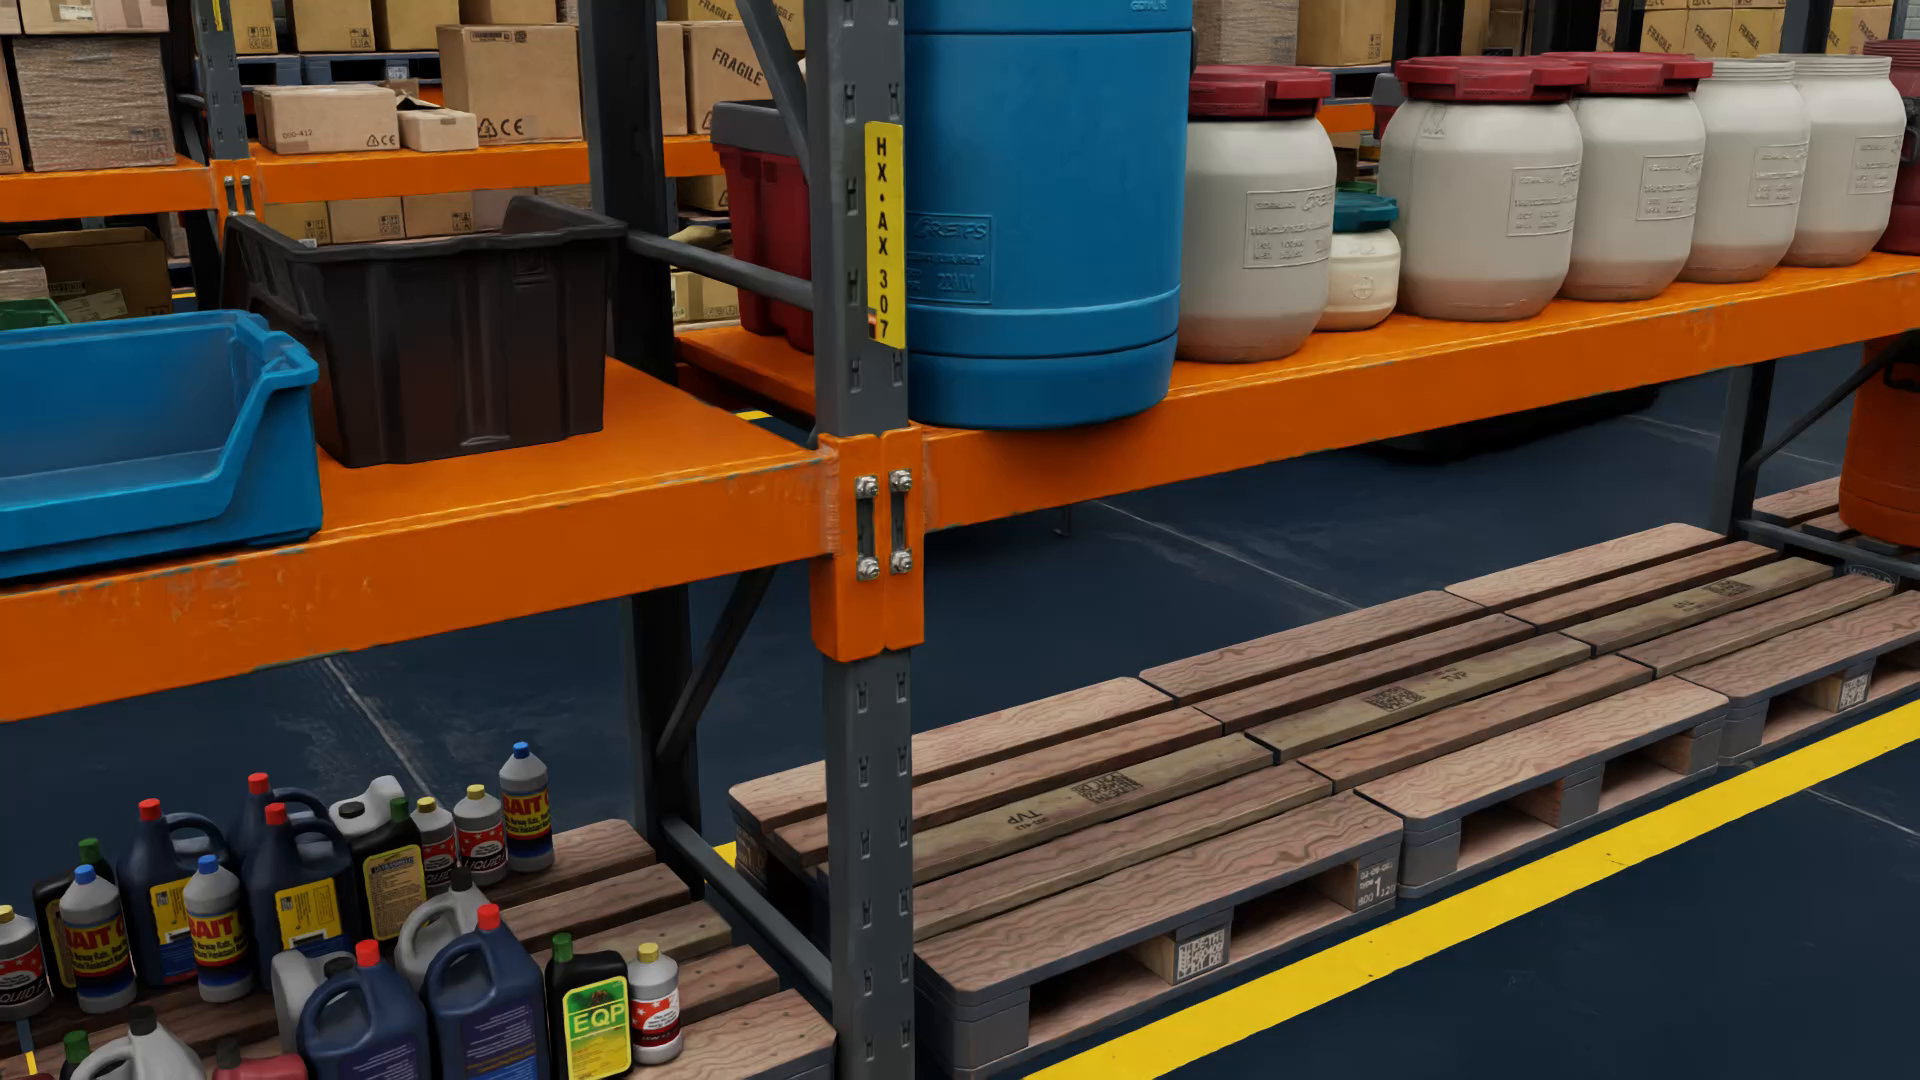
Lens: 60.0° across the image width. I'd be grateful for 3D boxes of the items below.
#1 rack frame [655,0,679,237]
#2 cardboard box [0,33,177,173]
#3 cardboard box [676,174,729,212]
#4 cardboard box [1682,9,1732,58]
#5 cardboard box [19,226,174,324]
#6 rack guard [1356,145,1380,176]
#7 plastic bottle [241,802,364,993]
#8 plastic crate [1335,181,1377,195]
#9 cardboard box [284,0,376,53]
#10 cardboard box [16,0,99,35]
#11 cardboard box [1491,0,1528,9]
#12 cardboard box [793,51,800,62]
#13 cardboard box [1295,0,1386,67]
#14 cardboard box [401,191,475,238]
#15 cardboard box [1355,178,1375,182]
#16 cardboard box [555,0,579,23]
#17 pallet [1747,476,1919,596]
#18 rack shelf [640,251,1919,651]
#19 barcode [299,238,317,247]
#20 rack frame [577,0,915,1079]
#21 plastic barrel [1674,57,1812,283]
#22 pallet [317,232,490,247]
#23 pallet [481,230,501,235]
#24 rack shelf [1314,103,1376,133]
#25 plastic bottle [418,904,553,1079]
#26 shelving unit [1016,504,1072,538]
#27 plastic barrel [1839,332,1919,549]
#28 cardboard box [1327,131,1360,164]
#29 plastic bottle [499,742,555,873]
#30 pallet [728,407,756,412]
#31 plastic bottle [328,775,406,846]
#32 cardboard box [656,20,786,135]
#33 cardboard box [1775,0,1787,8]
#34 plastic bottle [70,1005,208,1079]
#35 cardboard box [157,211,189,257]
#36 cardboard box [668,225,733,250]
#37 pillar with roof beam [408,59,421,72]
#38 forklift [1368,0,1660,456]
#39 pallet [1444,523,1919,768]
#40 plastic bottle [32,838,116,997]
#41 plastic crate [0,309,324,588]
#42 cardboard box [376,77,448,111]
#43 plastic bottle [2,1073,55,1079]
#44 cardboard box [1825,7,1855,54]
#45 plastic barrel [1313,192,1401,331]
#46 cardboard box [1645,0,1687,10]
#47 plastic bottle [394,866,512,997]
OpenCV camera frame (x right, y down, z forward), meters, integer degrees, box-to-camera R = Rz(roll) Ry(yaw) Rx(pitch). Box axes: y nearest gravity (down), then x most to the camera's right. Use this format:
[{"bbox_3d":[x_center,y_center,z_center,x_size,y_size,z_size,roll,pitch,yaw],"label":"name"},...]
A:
[{"bbox_3d":[-2.512,-3.823,12.869,0.127,3.000,1.000,-12,22,-31],"label":"rack frame"},{"bbox_3d":[-3.493,-1.762,6.616,0.500,0.500,0.700,-13,22,-33],"label":"cardboard box"},{"bbox_3d":[-1.826,-3.098,13.426,0.750,0.750,0.750,-12,22,-32],"label":"cardboard box"},{"bbox_3d":[4.976,-3.446,11.598,0.500,0.500,0.500,-12,22,-32],"label":"cardboard box"},{"bbox_3d":[-3.685,-1.048,7.127,0.500,0.500,0.500,-12,22,-31],"label":"cardboard box"},{"bbox_3d":[4.189,-4.052,17.450,0.348,0.500,1.175,-12,22,-31],"label":"rack guard"},{"bbox_3d":[-1.227,0.648,3.094,0.185,0.351,0.144,-12,22,-31],"label":"plastic bottle"},{"bbox_3d":[0.895,-0.750,4.112,0.662,0.188,0.450,-12,22,-31],"label":"plastic crate"},{"bbox_3d":[-4.406,-3.676,11.590,0.500,0.500,0.700,-9,21,-24],"label":"cardboard box"},{"bbox_3d":[-3.442,-2.001,6.310,0.250,0.149,0.380,-12,22,-33],"label":"cardboard box"},{"bbox_3d":[3.836,-3.883,11.328,0.500,0.500,0.500,-12,22,-31],"label":"cardboard box"},{"bbox_3d":[-1.484,-3.853,13.319,0.250,0.149,0.380,-12,22,-32],"label":"cardboard box"},{"bbox_3d":[2.114,-3.122,9.983,0.700,0.500,0.500,16,24,39],"label":"cardboard box"},{"bbox_3d":[-3.979,-2.552,12.325,0.500,0.500,0.700,-12,22,-32],"label":"cardboard box"},{"bbox_3d":[2.579,-2.111,11.020,0.500,0.500,0.500,-12,22,-31],"label":"cardboard box"},{"bbox_3d":[-2.899,-3.993,12.530,0.500,0.500,0.700,-15,24,-38],"label":"cardboard box"},{"bbox_3d":[3.572,-0.002,5.921,1.213,0.211,1.003,-12,22,-31],"label":"pallet"},{"bbox_3d":[1.266,-0.480,4.104,4.000,0.370,1.077,-12,22,-31],"label":"rack shelf"},{"bbox_3d":[-2.683,-1.207,6.848,0.075,0.075,0.001,-12,22,-31],"label":"barcode"},{"bbox_3d":[-0.404,-0.469,2.947,0.127,3.000,1.000,-12,22,-31],"label":"rack frame"},{"bbox_3d":[1.843,-0.914,4.089,0.421,0.512,0.421,0,19,0],"label":"plastic barrel"},{"bbox_3d":[-4.184,-2.151,12.278,1.213,0.211,1.003,-12,22,-31],"label":"pallet"},{"bbox_3d":[-3.166,-2.365,12.910,1.213,0.211,1.003,-12,22,-31],"label":"pallet"},{"bbox_3d":[1.886,-2.510,10.109,4.000,0.370,1.077,-12,22,-31],"label":"rack shelf"},{"bbox_3d":[-0.784,0.768,2.737,0.185,0.351,0.144,-13,22,-33],"label":"plastic bottle"},{"bbox_3d":[-0.006,-0.709,6.001,0.755,1.500,0.431,-12,22,-31],"label":"shelving unit"},{"bbox_3d":[3.336,-0.435,5.580,0.708,0.830,0.600,-12,22,-31],"label":"plastic barrel"},{"bbox_3d":[3.639,-4.097,16.927,0.500,0.500,0.700,-12,22,-31],"label":"cardboard box"},{"bbox_3d":[-0.912,0.554,3.494,0.097,0.271,0.097,0,19,0],"label":"plastic bottle"},{"bbox_3d":[-1.512,-0.830,8.369,1.213,0.211,1.003,-12,22,-31],"label":"pallet"},{"bbox_3d":[-1.167,0.617,3.303,0.135,0.276,0.152,-11,22,-29],"label":"plastic bottle"},{"bbox_3d":[-1.177,-2.246,8.049,0.500,0.500,0.500,-13,23,-34],"label":"cardboard box"},{"bbox_3d":[5.824,-4.095,11.957,0.500,0.500,0.500,-11,22,-30],"label":"cardboard box"},{"bbox_3d":[-1.214,0.859,2.469,0.185,0.351,0.144,-12,22,-32],"label":"plastic bottle"},{"bbox_3d":[-5.247,-2.277,11.512,0.500,0.500,0.700,-11,22,-30],"label":"cardboard box"},{"bbox_3d":[-1.245,-1.463,8.651,0.500,0.311,0.500,-13,22,-33],"label":"cardboard box"},{"bbox_3d":[-1.706,-5.516,8.510,0.400,9.000,9.100,-12,22,-31],"label":"pillar with roof beam"},{"bbox_3d":[2.821,-2.120,7.940,3.031,2.935,1.130,-15,24,-37],"label":"forklift"},{"bbox_3d":[2.268,0.274,5.105,1.213,0.211,1.003,-12,22,-31],"label":"pallet"},{"bbox_3d":[-1.625,0.692,3.068,0.133,0.283,0.061,-11,21,-29],"label":"plastic bottle"},{"bbox_3d":[-1.179,-0.130,2.179,0.616,0.251,0.499,-12,22,-31],"label":"plastic crate"},{"bbox_3d":[-2.492,-1.934,7.493,0.258,0.266,0.396,-13,22,-33],"label":"cardboard box"},{"bbox_3d":[-1.411,0.890,2.482,0.133,0.283,0.061,-12,22,-31],"label":"plastic bottle"},{"bbox_3d":[6.241,-3.711,12.382,0.500,0.500,0.500,-12,22,-31],"label":"cardboard box"},{"bbox_3d":[0.785,-0.595,3.537,0.301,0.262,0.301,0,19,0],"label":"plastic barrel"},{"bbox_3d":[4.535,-3.823,11.152,0.500,0.500,0.500,-13,22,-33],"label":"cardboard box"},{"bbox_3d":[-0.863,0.730,2.851,0.185,0.351,0.144,-12,22,-31],"label":"plastic bottle"}]
